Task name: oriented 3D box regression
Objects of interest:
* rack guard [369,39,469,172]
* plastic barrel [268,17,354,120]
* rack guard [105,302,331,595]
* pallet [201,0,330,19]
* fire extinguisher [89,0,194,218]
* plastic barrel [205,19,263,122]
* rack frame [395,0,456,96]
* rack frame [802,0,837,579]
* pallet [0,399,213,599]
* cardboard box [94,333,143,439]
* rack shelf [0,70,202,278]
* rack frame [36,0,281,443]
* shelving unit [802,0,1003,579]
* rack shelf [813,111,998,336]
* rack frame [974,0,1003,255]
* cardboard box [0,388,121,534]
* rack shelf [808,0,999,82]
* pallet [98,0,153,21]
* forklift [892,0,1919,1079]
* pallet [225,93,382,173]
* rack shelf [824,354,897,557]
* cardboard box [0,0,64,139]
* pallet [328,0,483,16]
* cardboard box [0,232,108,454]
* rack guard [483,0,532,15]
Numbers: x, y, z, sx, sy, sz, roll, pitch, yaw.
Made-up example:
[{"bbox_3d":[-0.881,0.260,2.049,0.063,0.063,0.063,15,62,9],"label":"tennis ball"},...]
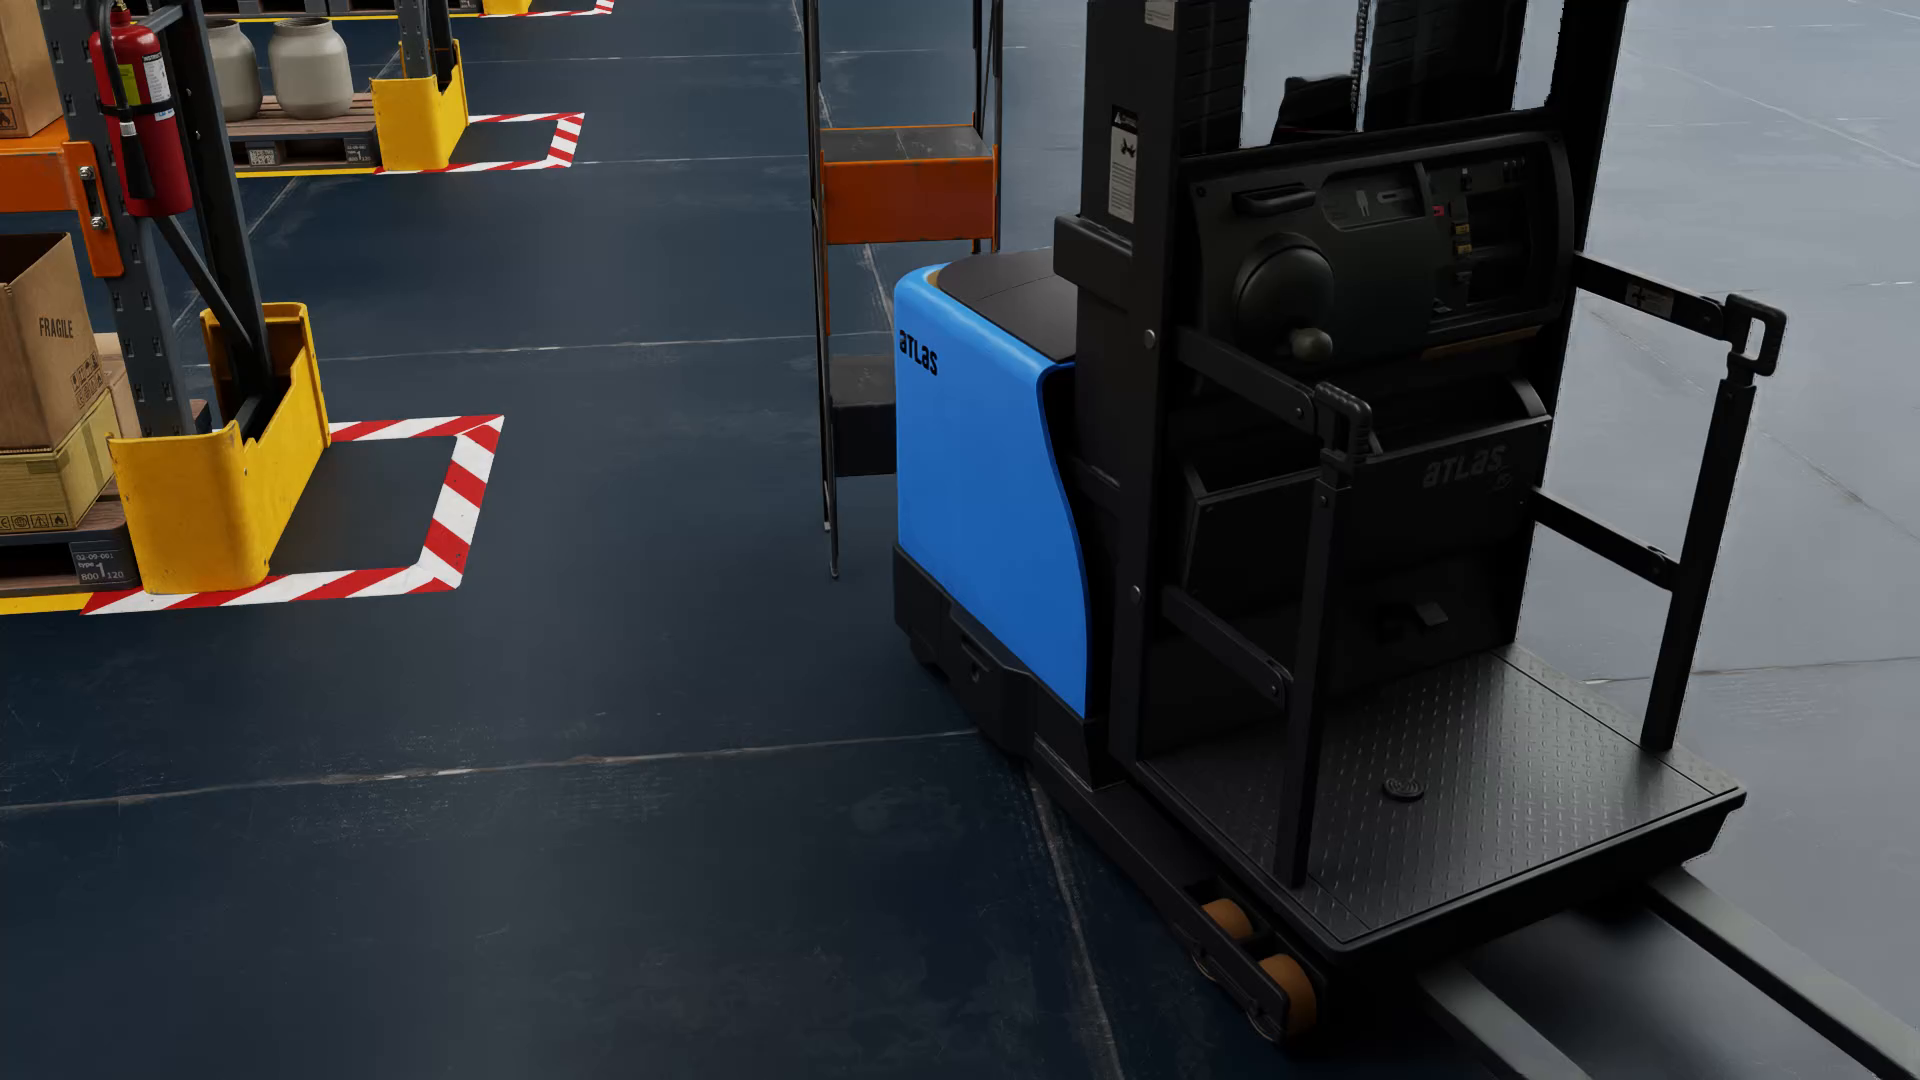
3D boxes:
[{"bbox_3d":[-3.123,-2.541,9.655,0.348,0.500,1.175,-4,27,-7],"label":"rack guard"},{"bbox_3d":[-3.695,-2.683,9.459,0.421,0.512,0.421,0,27,0],"label":"plastic barrel"},{"bbox_3d":[-2.344,-0.329,5.344,0.348,0.500,1.175,-4,27,-7],"label":"rack guard"},{"bbox_3d":[-5.834,-4.561,13.908,1.213,0.211,1.003,-4,27,-7],"label":"pallet"},{"bbox_3d":[-2.186,-1.203,4.394,0.183,0.674,0.296,-4,27,-7],"label":"fire extinguisher"},{"bbox_3d":[-4.191,-2.651,9.396,0.421,0.512,0.421,0,27,0],"label":"plastic barrel"},{"bbox_3d":[-3.054,-3.680,9.135,0.127,3.000,1.000,-4,27,-7],"label":"rack frame"},{"bbox_3d":[-0.406,-0.908,4.720,0.015,2.100,0.400,-4,27,-7],"label":"rack frame"},{"bbox_3d":[-3.119,-0.132,5.276,1.213,0.211,1.003,-4,27,-7],"label":"pallet"},{"bbox_3d":[-2.930,-0.470,5.432,0.500,0.250,0.500,-4,27,-7],"label":"cardboard box"},{"bbox_3d":[-4.348,-0.993,4.687,4.000,0.370,1.077,-4,27,-7],"label":"rack shelf"},{"bbox_3d":[-2.367,-1.440,4.771,0.127,3.000,1.000,-4,27,-7],"label":"rack frame"},{"bbox_3d":[-0.164,-0.924,4.750,0.503,2.100,0.431,-4,27,-7],"label":"shelving unit"},{"bbox_3d":[-0.164,-0.912,4.756,0.480,0.518,0.431,-4,27,-7],"label":"rack shelf"},{"bbox_3d":[0.078,-0.939,4.780,0.015,2.100,0.400,-4,27,-7],"label":"rack frame"},{"bbox_3d":[-2.857,-0.236,4.976,0.500,0.250,0.500,-4,27,-7],"label":"cardboard box"},{"bbox_3d":[-0.164,-1.534,4.437,0.480,0.518,0.431,-4,27,-7],"label":"rack shelf"},{"bbox_3d":[-7.045,-4.482,13.754,1.213,0.211,1.003,-4,27,-7],"label":"pallet"},{"bbox_3d":[0.945,-0.544,3.100,1.130,2.935,3.031,-13,30,-24],"label":"forklift"},{"bbox_3d":[-3.928,-2.364,9.625,1.213,0.211,1.003,-4,27,-7],"label":"pallet"},{"bbox_3d":[-0.164,-0.289,5.076,0.480,0.518,0.431,-4,27,-7],"label":"rack shelf"},{"bbox_3d":[-2.832,-1.461,4.701,0.500,0.500,0.700,-4,27,-7],"label":"cardboard box"},{"bbox_3d":[-4.629,-4.637,14.057,1.213,0.211,1.003,-4,27,-7],"label":"pallet"},{"bbox_3d":[-2.857,-0.569,4.803,0.500,0.500,0.500,-4,27,-7],"label":"cardboard box"},{"bbox_3d":[-3.819,-4.802,14.060,0.348,0.500,1.175,-4,27,-7],"label":"rack guard"}]
